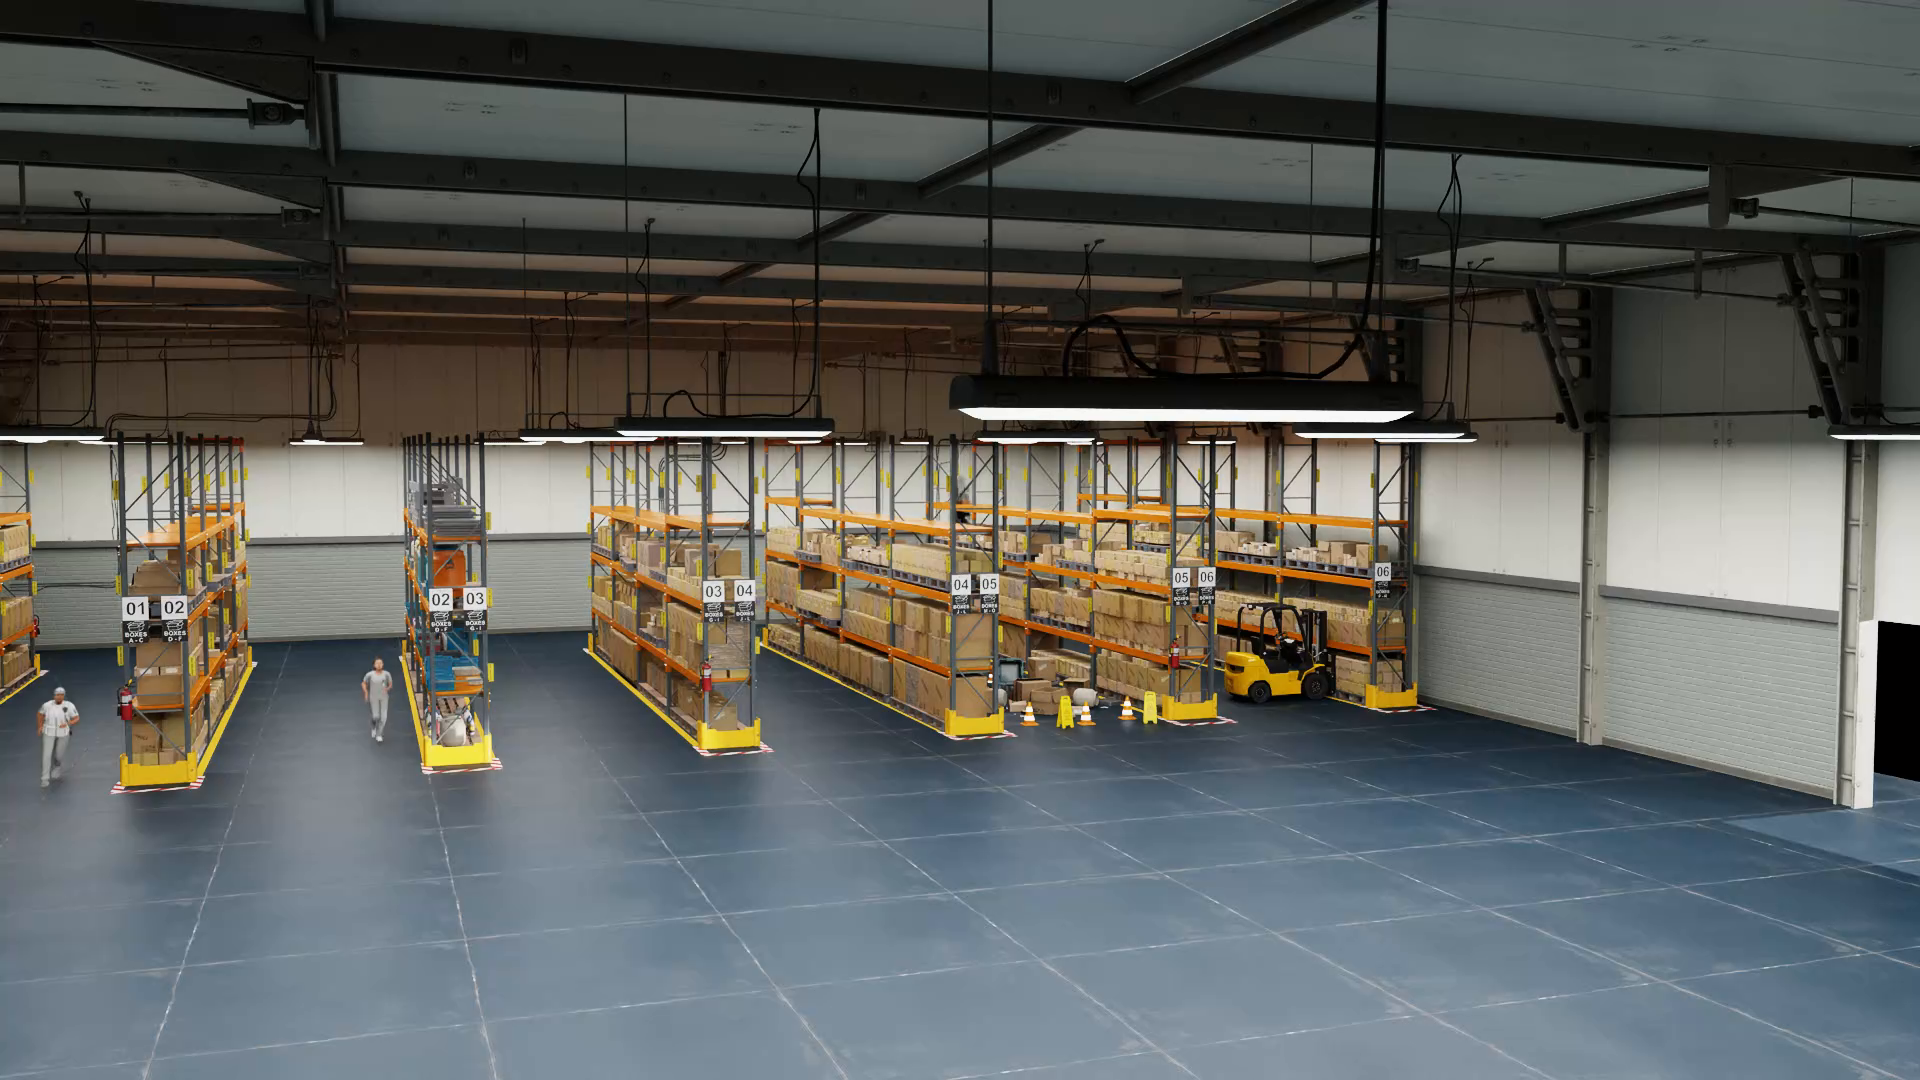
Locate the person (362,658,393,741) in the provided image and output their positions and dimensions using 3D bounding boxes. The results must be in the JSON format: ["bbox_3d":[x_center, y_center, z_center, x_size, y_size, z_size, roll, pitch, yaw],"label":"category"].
[{"bbox_3d":[-11.308,3.106,32.345,0.550,1.629,0.565,-2,4,-27],"label":"person"}]

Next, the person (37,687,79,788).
[{"bbox_3d":[-15.315,3.311,28.243,0.646,1.626,0.932,-1,3,-24],"label":"person"}]

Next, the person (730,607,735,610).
[{"bbox_3d":[-6.858,2.211,47.923,0.753,1.693,0.585,0,3,6],"label":"person"}]
